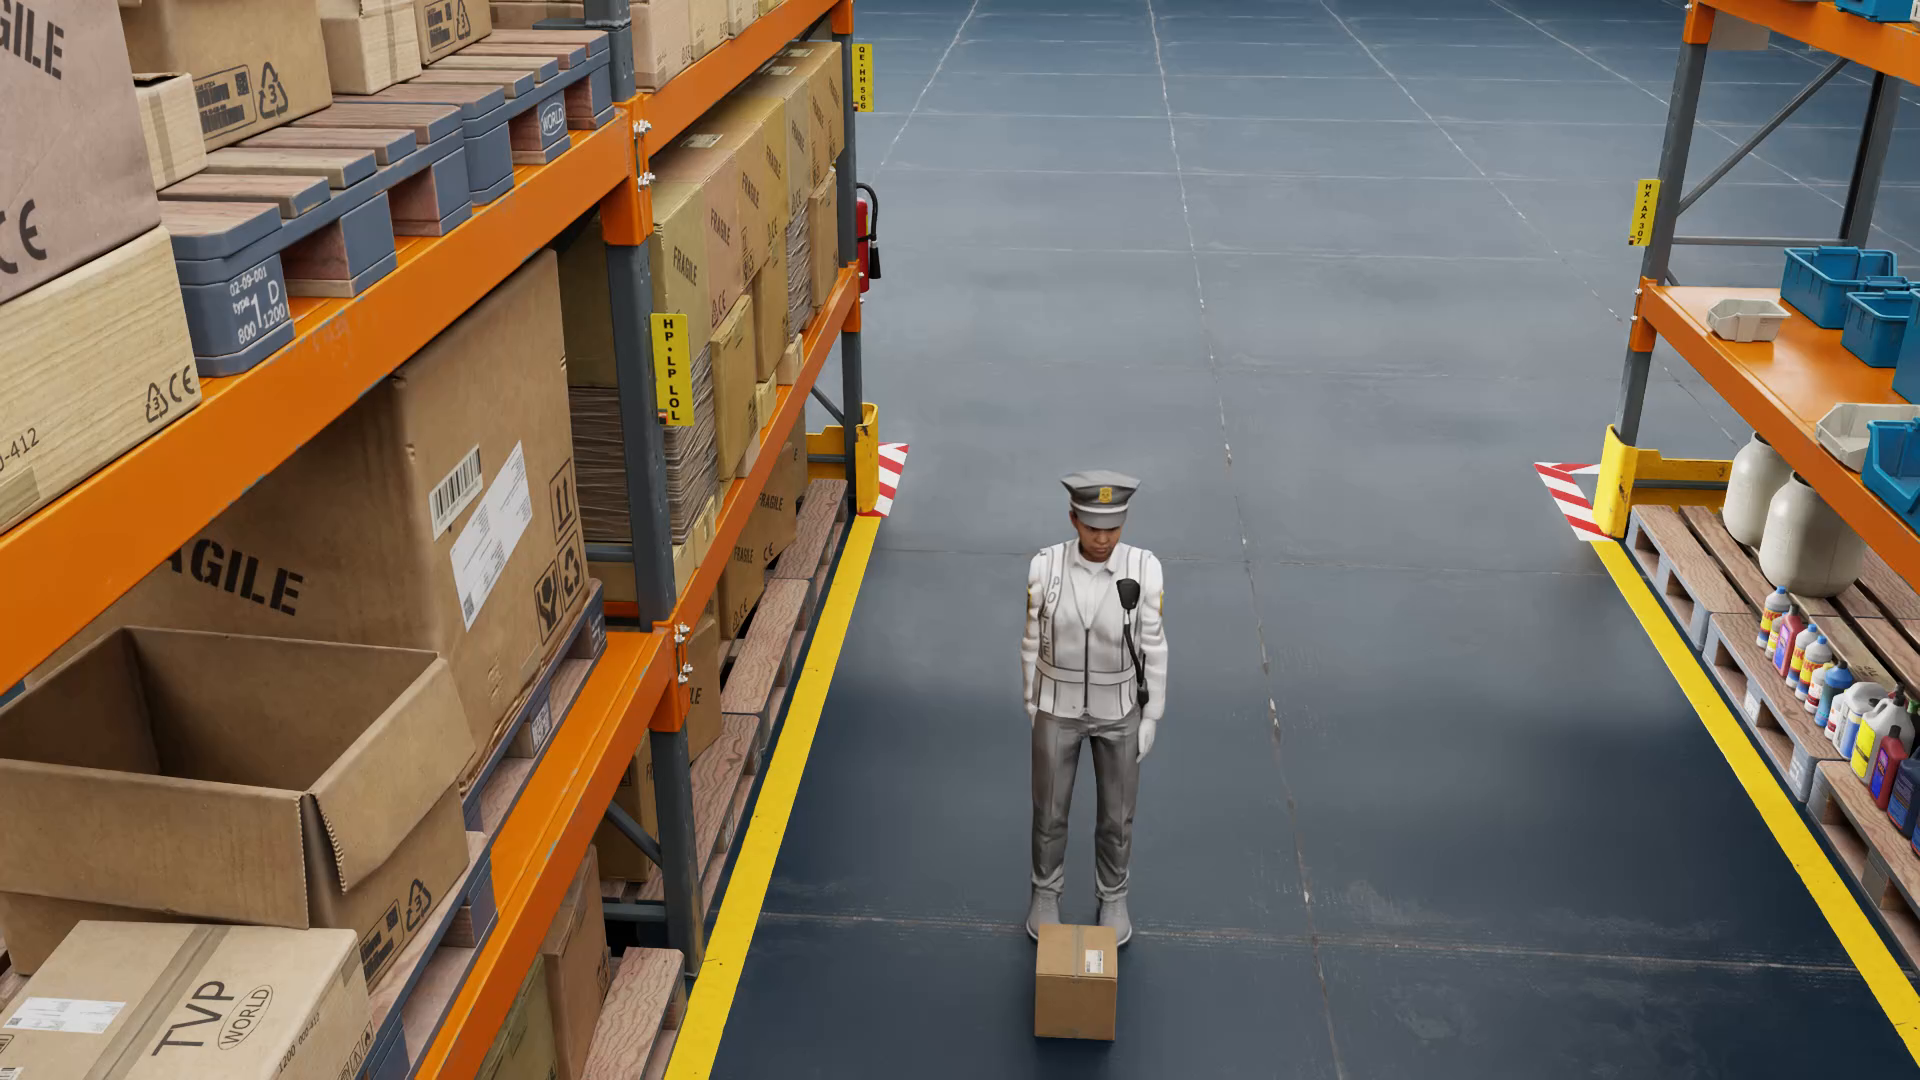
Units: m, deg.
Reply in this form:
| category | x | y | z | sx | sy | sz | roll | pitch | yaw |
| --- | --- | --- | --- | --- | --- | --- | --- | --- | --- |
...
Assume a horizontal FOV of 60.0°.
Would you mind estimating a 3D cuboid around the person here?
| category | x | y | z | sx | sy | sz | roll | pitch | yaw |
| --- | --- | --- | --- | --- | --- | --- | --- | --- | --- |
| person | 0.426 | 0.562 | 5.378 | 0.467 | 1.673 | 0.330 | 2 | 25 | 5 |
